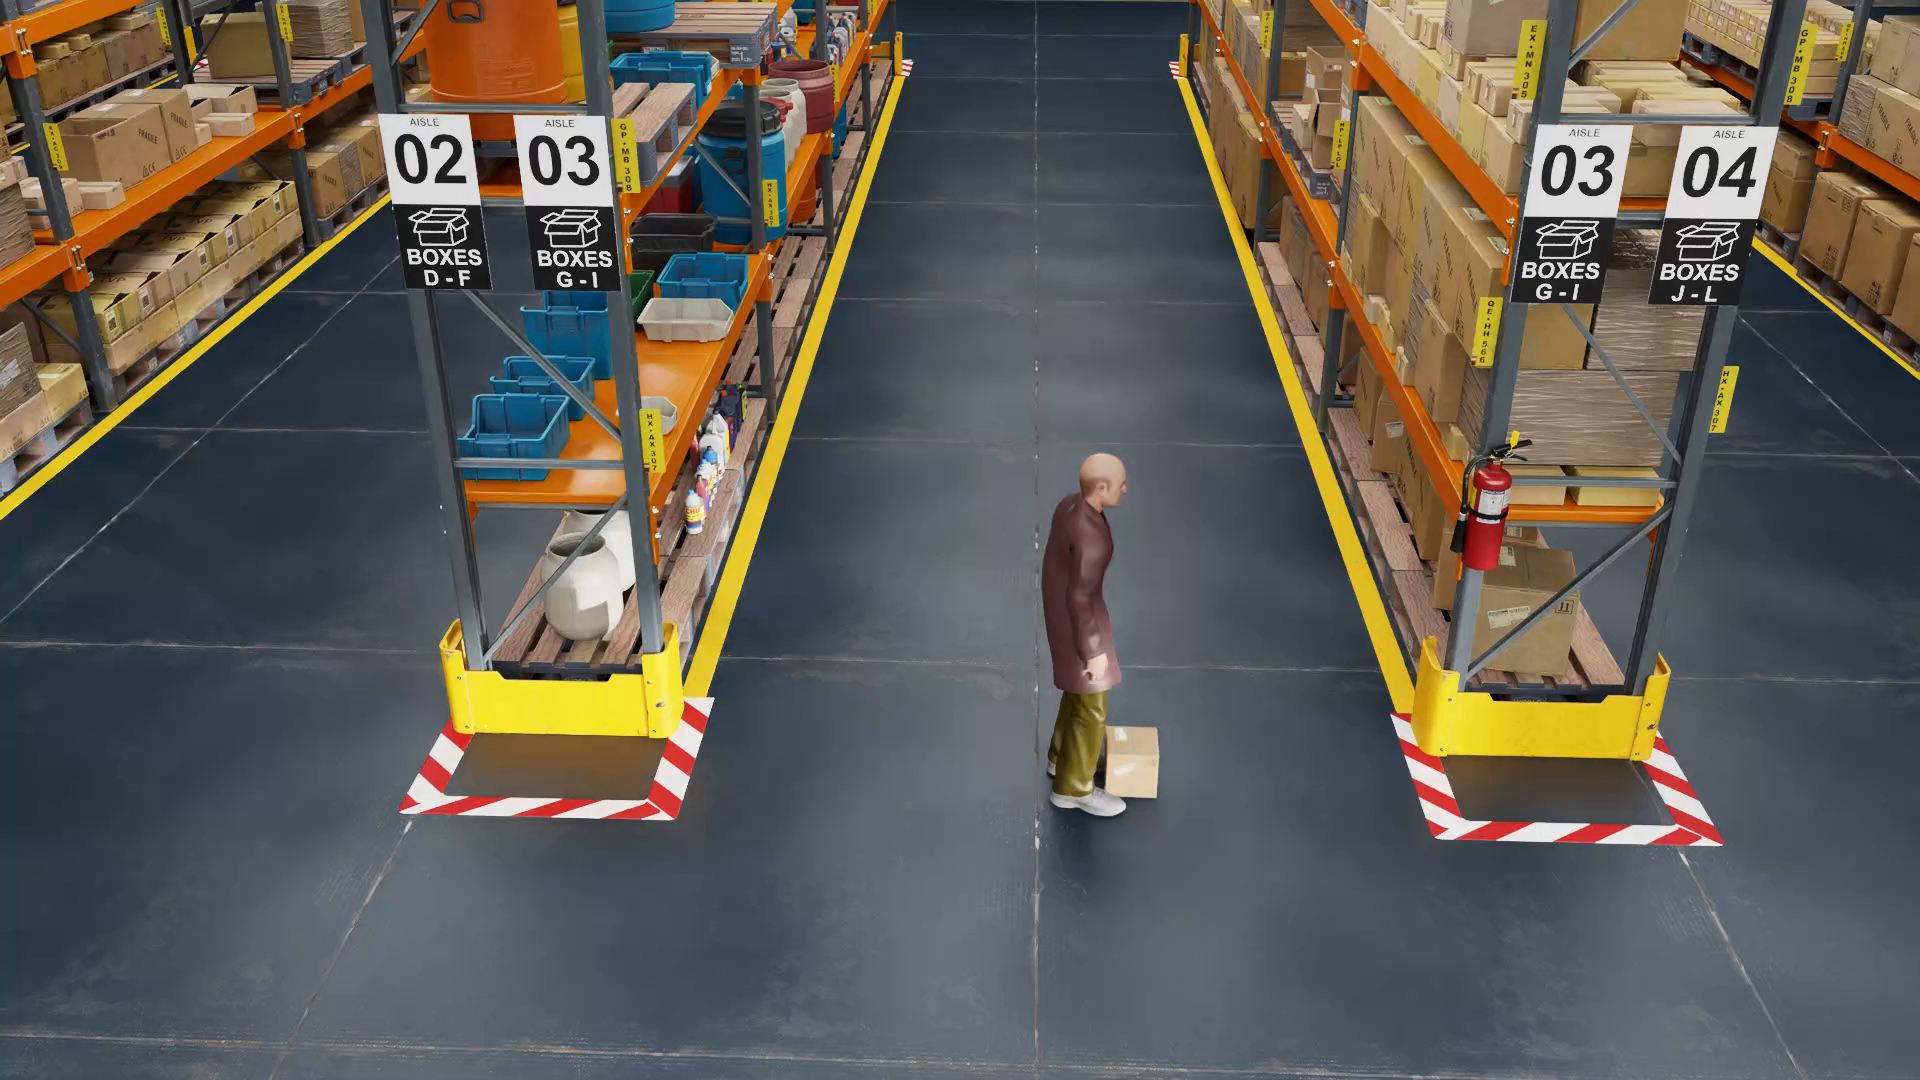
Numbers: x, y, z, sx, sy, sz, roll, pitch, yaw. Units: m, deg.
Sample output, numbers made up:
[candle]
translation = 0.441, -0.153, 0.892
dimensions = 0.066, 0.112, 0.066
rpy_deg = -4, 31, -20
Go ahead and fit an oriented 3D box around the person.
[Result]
[person]
translation = 0.591, 0.416, 7.844
dimensions = 0.429, 1.772, 0.643
rpy_deg = 0, 28, -1
